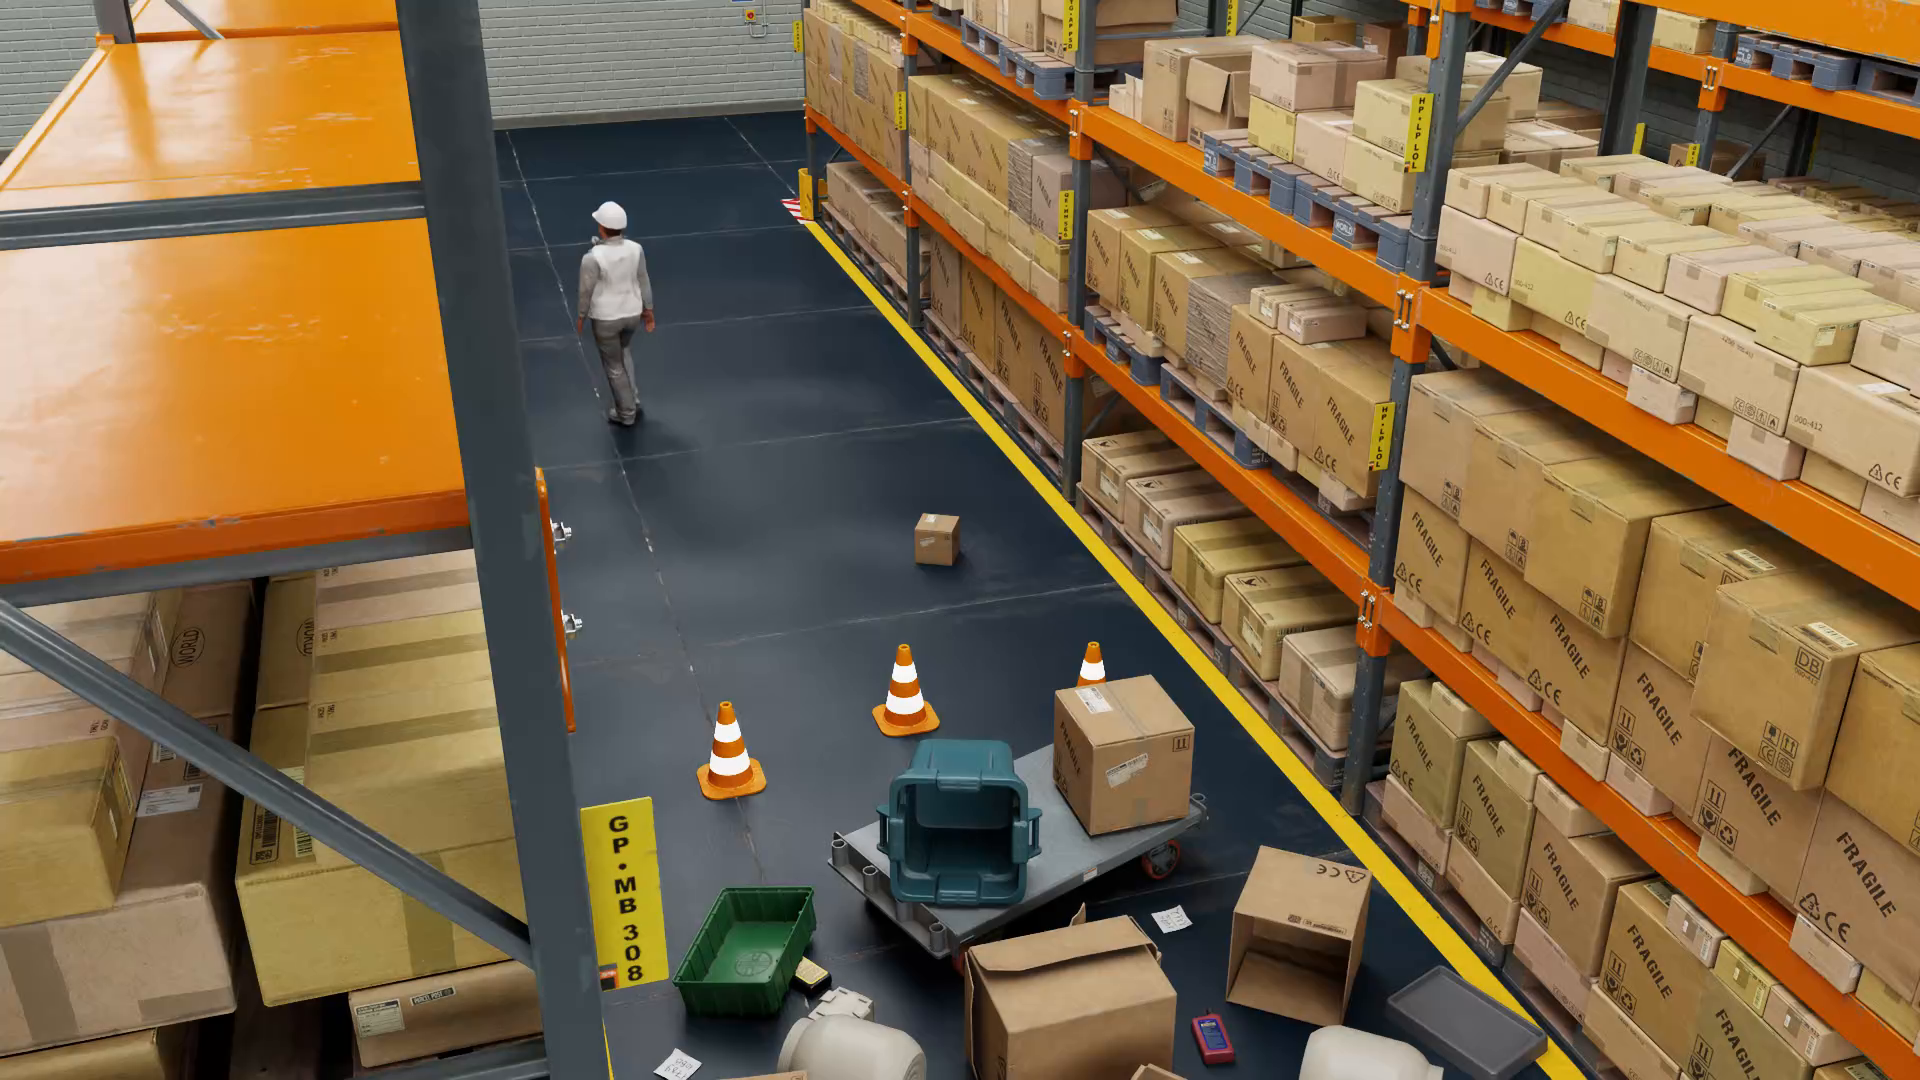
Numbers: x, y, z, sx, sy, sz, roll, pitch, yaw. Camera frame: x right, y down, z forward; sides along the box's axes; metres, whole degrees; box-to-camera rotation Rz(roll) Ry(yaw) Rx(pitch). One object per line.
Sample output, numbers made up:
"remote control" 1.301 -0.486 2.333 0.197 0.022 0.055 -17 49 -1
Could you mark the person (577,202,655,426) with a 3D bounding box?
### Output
"person" -2.709 -1.736 12.892 0.586 1.818 0.498 -24 35 -39
